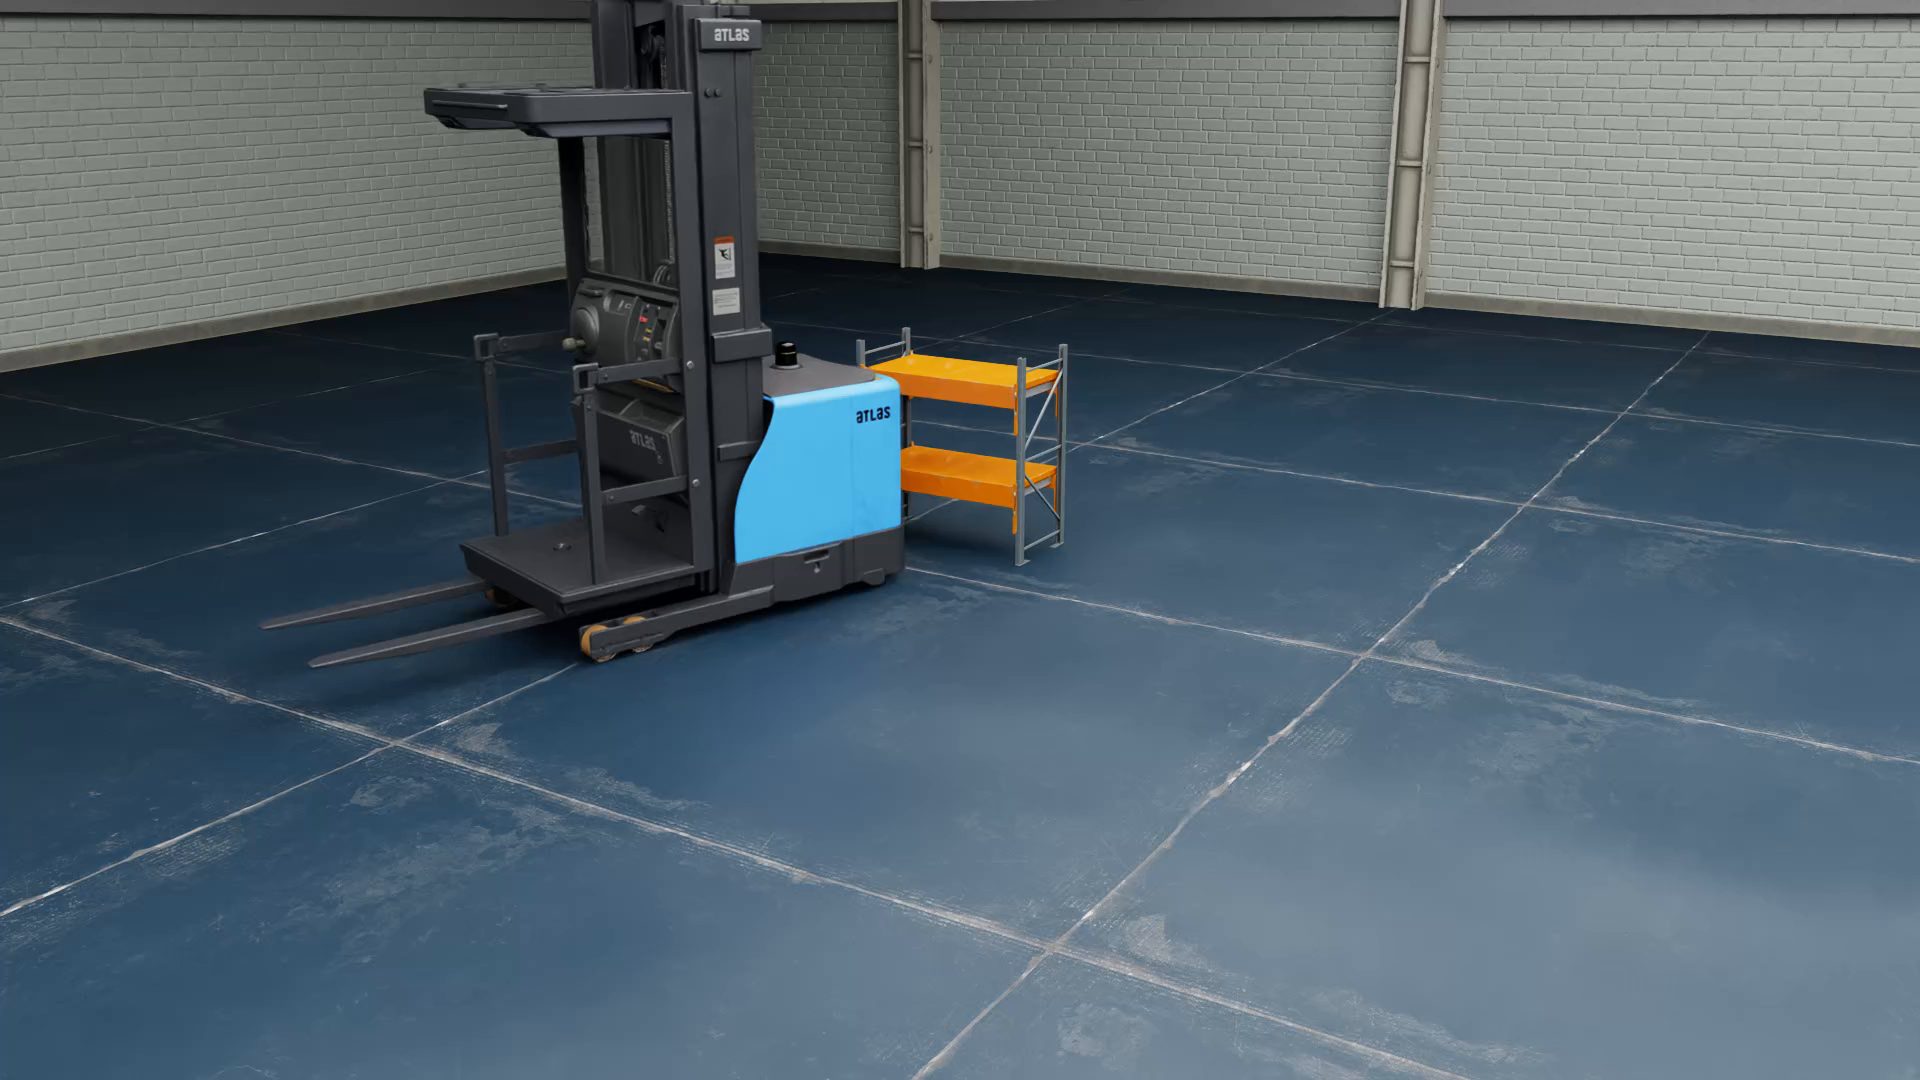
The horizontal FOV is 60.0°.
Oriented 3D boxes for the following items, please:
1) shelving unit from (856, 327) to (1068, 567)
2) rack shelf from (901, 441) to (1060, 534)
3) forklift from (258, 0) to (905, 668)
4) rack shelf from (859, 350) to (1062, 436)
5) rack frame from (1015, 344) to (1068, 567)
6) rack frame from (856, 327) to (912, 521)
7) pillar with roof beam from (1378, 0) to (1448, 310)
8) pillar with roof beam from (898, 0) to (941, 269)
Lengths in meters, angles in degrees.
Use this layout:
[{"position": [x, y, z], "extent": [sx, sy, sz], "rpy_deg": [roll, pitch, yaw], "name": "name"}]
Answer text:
[{"position": [0.006, -0.537, 9.214], "extent": [1.048, 1.125, 0.538], "rpy_deg": [10, 20, 30], "name": "shelving unit"}, {"position": [0.006, -0.303, 9.285], "extent": [1.000, 0.278, 0.538], "rpy_deg": [10, 20, 30], "name": "rack shelf"}, {"position": [-1.741, -1.020, 7.698], "extent": [3.031, 2.935, 1.130], "rpy_deg": [-14, 22, -38], "name": "forklift"}, {"position": [0.006, -0.817, 9.129], "extent": [1.000, 0.278, 0.538], "rpy_deg": [10, 20, 30], "name": "rack shelf"}, {"position": [0.439, -0.460, 8.960], "extent": [0.032, 1.125, 0.500], "rpy_deg": [10, 20, 30], "name": "rack frame"}, {"position": [-0.427, -0.615, 9.469], "extent": [0.032, 1.125, 0.500], "rpy_deg": [10, 20, 30], "name": "rack frame"}, {"position": [2.375, -5.685, 12.615], "extent": [0.400, 9.000, 9.100], "rpy_deg": [10, 20, 30], "name": "pillar with roof beam"}, {"position": [-2.738, -6.598, 15.620], "extent": [0.400, 9.000, 9.100], "rpy_deg": [10, 20, 30], "name": "pillar with roof beam"}]
